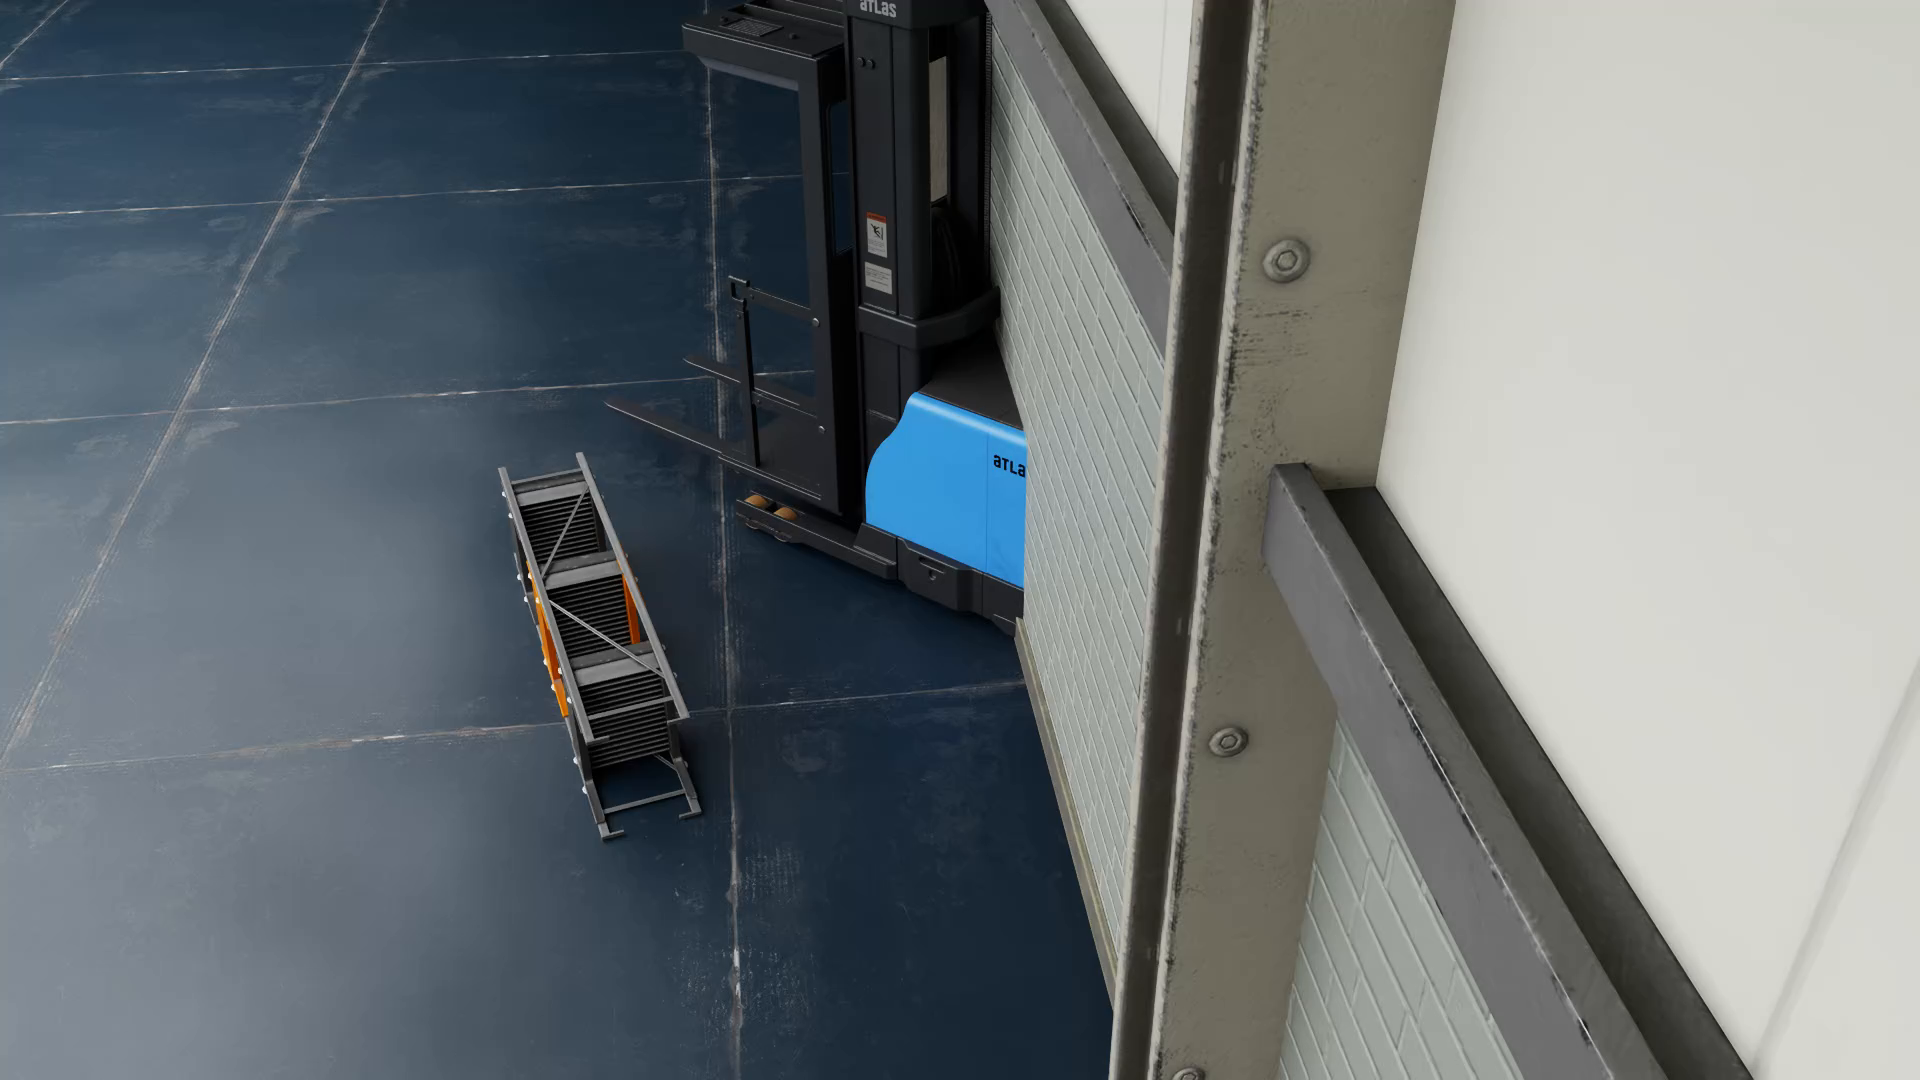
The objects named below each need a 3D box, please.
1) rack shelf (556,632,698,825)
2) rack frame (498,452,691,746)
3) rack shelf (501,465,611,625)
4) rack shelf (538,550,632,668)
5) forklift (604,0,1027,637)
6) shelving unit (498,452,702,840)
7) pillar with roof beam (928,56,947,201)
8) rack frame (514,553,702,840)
[{"bbox_3d":[-1.340,0.750,6.691,0.431,0.480,0.518,-13,36,-18],"label":"rack shelf"},{"bbox_3d":[-1.604,0.175,7.101,0.400,0.015,2.100,-13,36,-18],"label":"rack frame"},{"bbox_3d":[-1.858,0.018,7.765,0.431,0.480,0.518,-13,36,-18],"label":"rack shelf"},{"bbox_3d":[-1.650,0.312,7.333,0.368,0.457,0.174,-13,36,-18],"label":"rack shelf"},{"bbox_3d":[-0.503,-1.419,7.730,3.031,2.935,1.130,22,40,29],"label":"forklift"},{"bbox_3d":[-1.604,0.377,7.238,0.431,0.503,2.100,-13,36,-18],"label":"shelving unit"},{"bbox_3d":[-4.494,-4.428,6.757,9.100,9.000,0.400,-4,35,-6],"label":"pillar with roof beam"},{"bbox_3d":[-1.604,0.578,7.376,0.400,0.015,2.100,-13,36,-18],"label":"rack frame"}]
